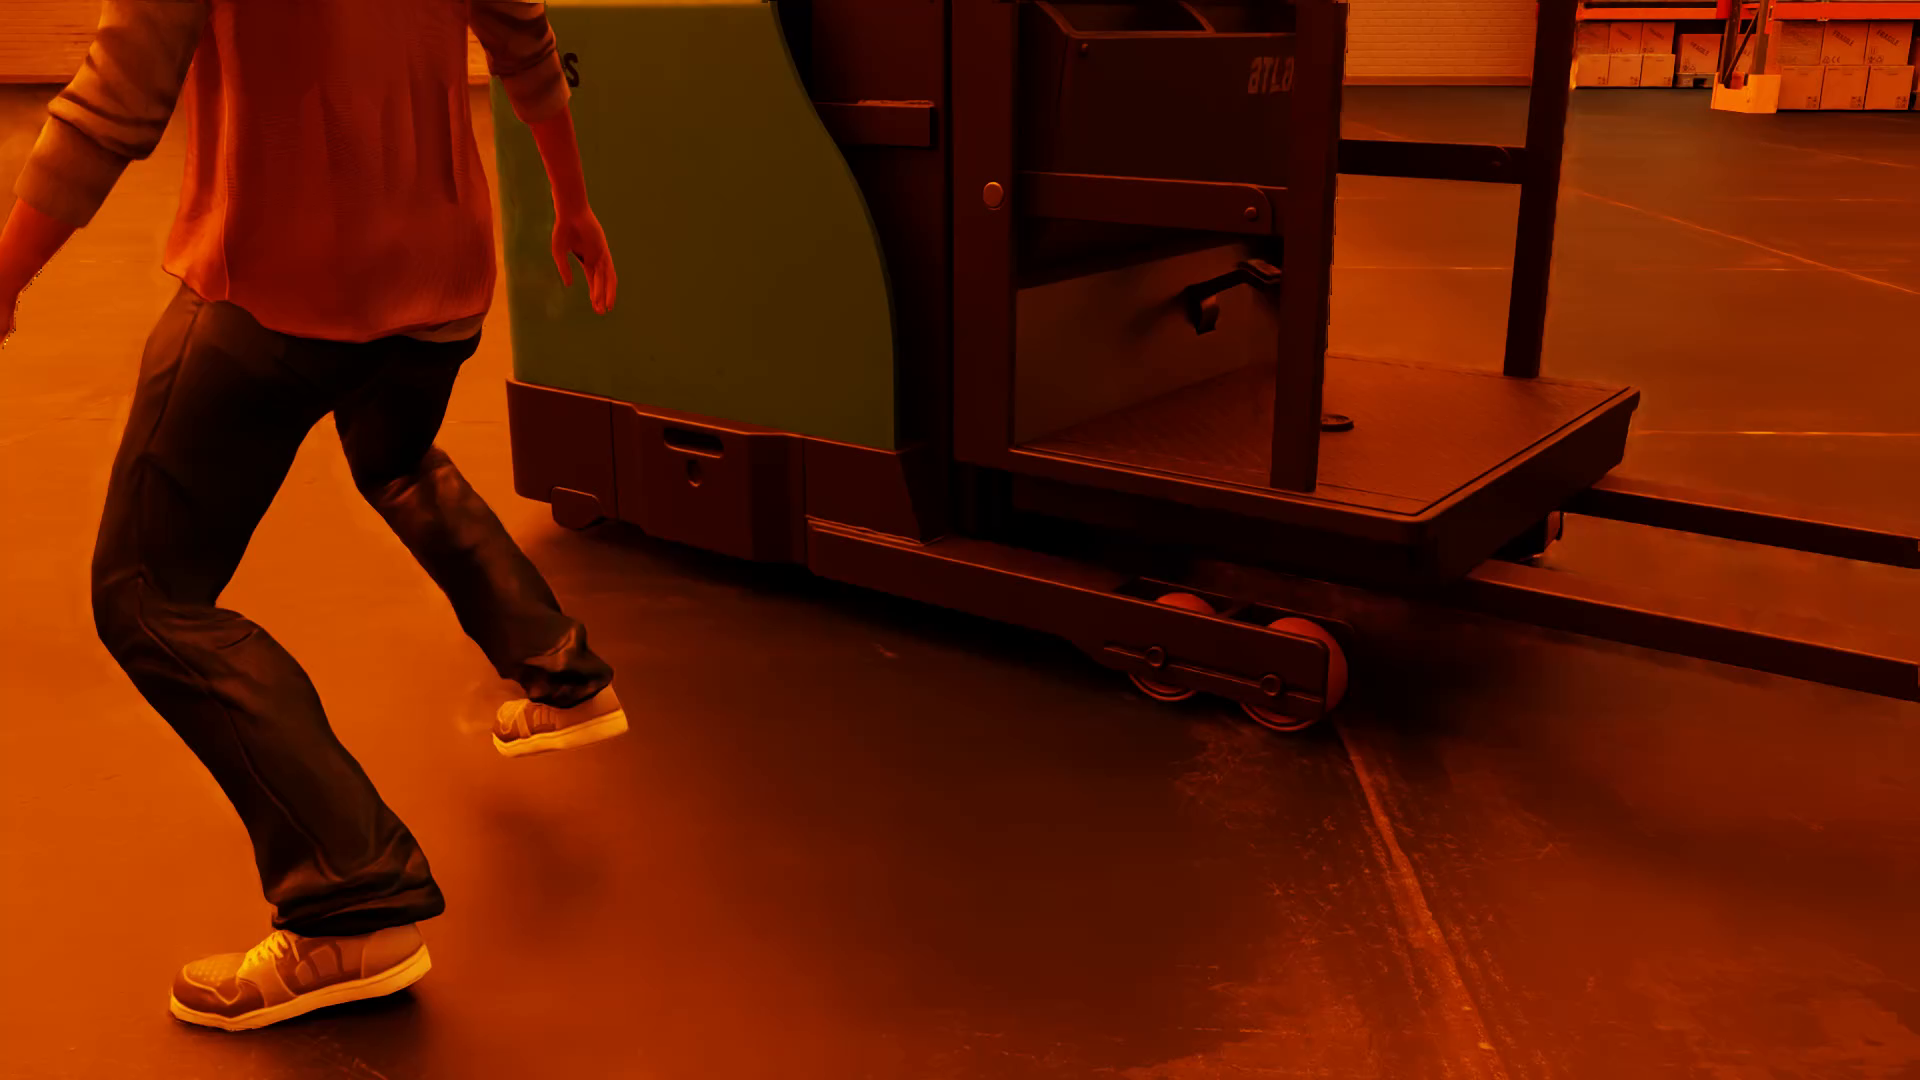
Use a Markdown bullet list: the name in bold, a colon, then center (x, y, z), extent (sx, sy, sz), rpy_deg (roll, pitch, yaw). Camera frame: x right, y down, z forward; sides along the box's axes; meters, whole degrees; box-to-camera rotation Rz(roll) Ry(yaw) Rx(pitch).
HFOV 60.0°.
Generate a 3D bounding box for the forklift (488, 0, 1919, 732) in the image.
- **forklift**: center (0.558, -1.294, 2.598), extent (3.031, 2.935, 1.130), rpy_deg (12, 21, 34)

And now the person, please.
- **person**: center (-0.695, -0.300, 1.835), extent (0.486, 1.506, 0.775), rpy_deg (10, 20, 29)
